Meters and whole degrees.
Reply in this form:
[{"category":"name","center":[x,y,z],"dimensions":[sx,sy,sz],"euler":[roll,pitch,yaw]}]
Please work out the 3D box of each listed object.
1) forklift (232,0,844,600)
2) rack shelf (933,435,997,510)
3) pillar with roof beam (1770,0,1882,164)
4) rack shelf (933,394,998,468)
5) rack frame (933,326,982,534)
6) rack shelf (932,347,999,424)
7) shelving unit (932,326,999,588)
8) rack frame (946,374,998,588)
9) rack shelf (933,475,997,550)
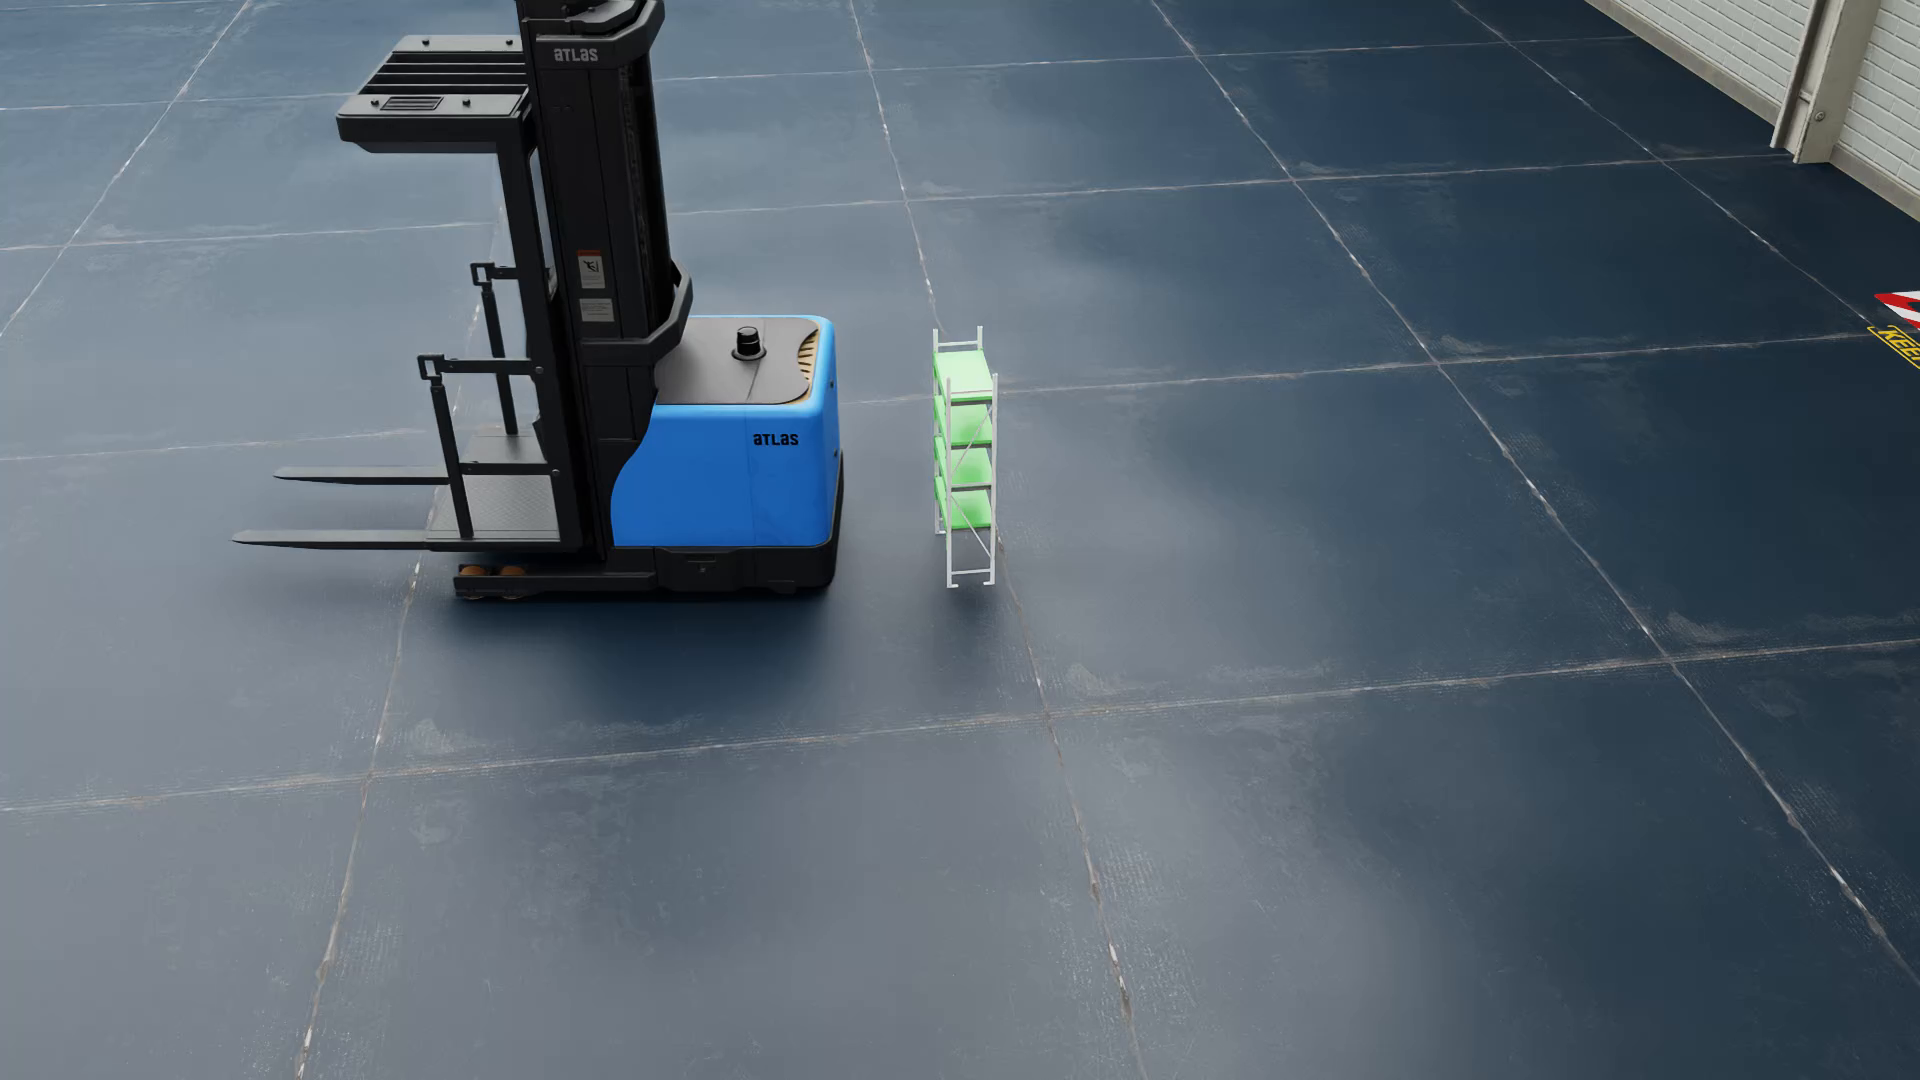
[{"category":"forklift","center":[-2.147,-1.212,7.927],"dimensions":[3.031,2.935,1.130],"euler":[0,34,0]},{"category":"rack shelf","center":[0.022,-0.351,8.313],"dimensions":[0.258,0.148,0.480],"euler":[-4,35,-6]},{"category":"pillar with roof beam","center":[2.449,-6.480,10.268],"dimensions":[9.100,9.000,0.400],"euler":[-4,35,-6]},{"category":"rack shelf","center":[0.022,-0.549,8.177],"dimensions":[0.258,0.148,0.480],"euler":[-4,35,-6]},{"category":"rack frame","center":[-0.011,-0.540,8.476],"dimensions":[0.240,1.200,0.015],"euler":[-4,35,-6]},{"category":"rack shelf","center":[0.022,-0.747,8.042],"dimensions":[0.258,0.148,0.480],"euler":[-4,35,-6]},{"category":"shelving unit","center":[0.022,-0.403,8.277],"dimensions":[0.258,1.200,0.503],"euler":[-4,35,-6]},{"category":"rack frame","center":[0.055,-0.267,8.077],"dimensions":[0.240,1.200,0.015],"euler":[-4,35,-6]},{"category":"rack shelf","center":[0.022,-0.152,8.448],"dimensions":[0.258,0.148,0.480],"euler":[-4,35,-6]}]
